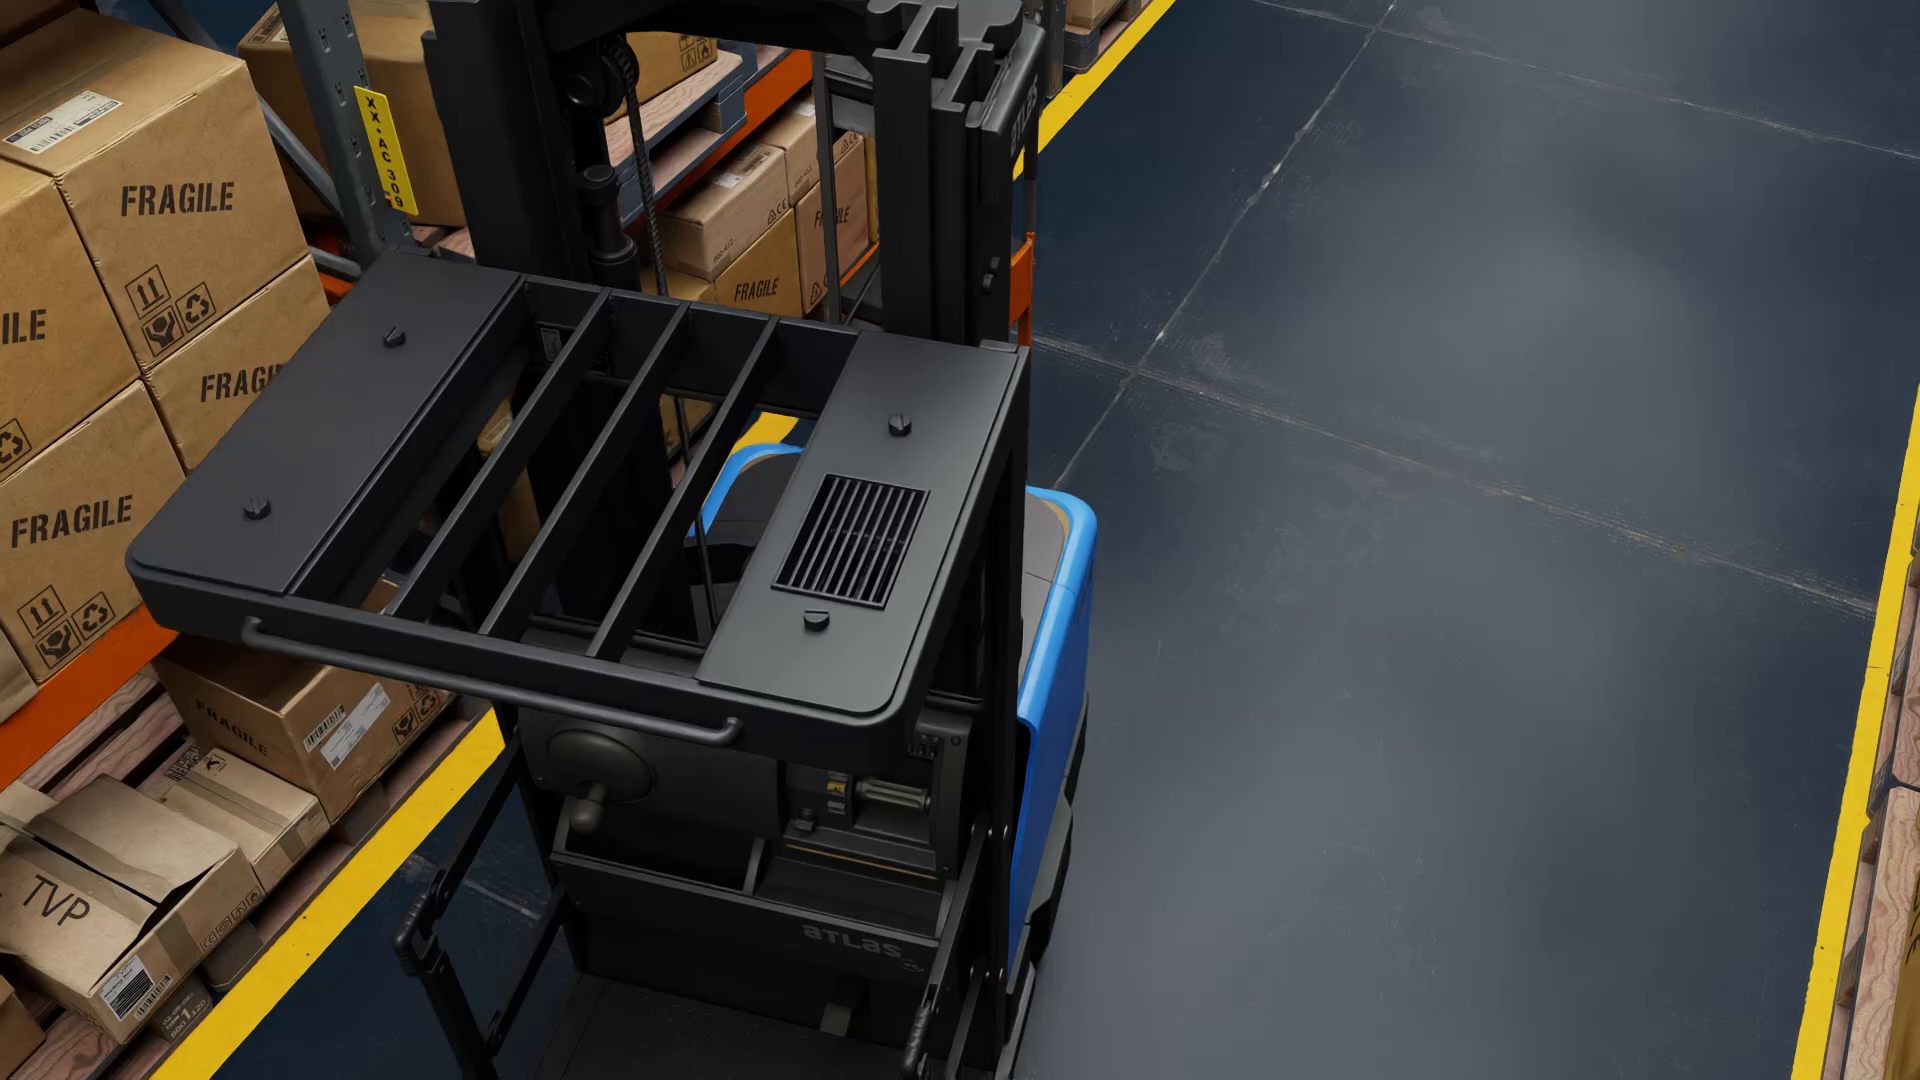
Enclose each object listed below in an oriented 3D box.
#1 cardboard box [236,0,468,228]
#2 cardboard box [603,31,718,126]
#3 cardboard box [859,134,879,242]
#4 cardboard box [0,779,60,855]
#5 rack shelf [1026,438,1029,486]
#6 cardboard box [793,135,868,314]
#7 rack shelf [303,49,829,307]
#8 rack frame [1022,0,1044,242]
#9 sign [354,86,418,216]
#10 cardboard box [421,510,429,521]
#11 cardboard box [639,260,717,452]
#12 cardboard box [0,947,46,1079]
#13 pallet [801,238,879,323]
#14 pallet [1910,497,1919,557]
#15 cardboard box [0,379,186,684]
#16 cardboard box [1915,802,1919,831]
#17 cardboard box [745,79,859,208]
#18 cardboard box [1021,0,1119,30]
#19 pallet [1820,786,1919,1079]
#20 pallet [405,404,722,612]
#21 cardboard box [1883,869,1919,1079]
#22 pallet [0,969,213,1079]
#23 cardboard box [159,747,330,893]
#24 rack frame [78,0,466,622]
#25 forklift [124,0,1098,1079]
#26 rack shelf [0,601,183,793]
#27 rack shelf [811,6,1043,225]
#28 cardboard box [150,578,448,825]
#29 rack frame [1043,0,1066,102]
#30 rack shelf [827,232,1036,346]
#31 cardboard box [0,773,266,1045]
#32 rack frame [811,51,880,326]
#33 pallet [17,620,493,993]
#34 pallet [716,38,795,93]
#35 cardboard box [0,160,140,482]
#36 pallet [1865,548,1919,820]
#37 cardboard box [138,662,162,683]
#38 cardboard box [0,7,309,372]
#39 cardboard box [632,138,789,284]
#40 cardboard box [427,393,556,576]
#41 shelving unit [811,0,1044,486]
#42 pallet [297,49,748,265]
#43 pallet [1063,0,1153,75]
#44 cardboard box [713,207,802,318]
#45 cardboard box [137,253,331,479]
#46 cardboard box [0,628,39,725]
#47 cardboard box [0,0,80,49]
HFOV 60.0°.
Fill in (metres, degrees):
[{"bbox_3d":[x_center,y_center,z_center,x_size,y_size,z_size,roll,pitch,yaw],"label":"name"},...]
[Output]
[{"bbox_3d":[-1.427,-1.196,4.458,0.700,0.500,0.500,6,46,6],"label":"cardboard box"},{"bbox_3d":[-1.164,-1.650,4.907,0.700,0.500,0.500,28,52,25],"label":"cardboard box"},{"bbox_3d":[-0.455,-1.592,6.663,0.500,0.500,0.500,19,48,18],"label":"cardboard box"},{"bbox_3d":[-2.624,0.794,4.539,0.380,0.166,0.250,20,49,19],"label":"cardboard box"},{"bbox_3d":[-0.077,-0.132,5.408,0.431,0.518,0.480,20,49,19],"label":"rack shelf"},{"bbox_3d":[-0.693,-1.260,6.334,0.500,0.500,0.500,19,48,18],"label":"cardboard box"},{"bbox_3d":[-0.916,-1.796,5.922,1.077,0.370,4.000,20,49,19],"label":"rack shelf"},{"bbox_3d":[0.036,-0.788,5.052,0.400,2.100,0.015,20,49,19],"label":"rack frame"},{"bbox_3d":[-1.361,-0.919,3.941,0.100,0.325,0.005,20,49,19],"label":"sign"},{"bbox_3d":[-1.870,-0.470,5.554,0.500,0.500,0.500,20,49,19],"label":"cardboard box"},{"bbox_3d":[-1.167,-0.629,5.711,0.500,0.500,0.500,21,49,20],"label":"cardboard box"},{"bbox_3d":[-2.712,1.119,3.981,0.797,0.503,0.637,20,49,19],"label":"cardboard box"},{"bbox_3d":[-0.936,-1.105,6.694,1.003,0.211,1.213,20,49,19],"label":"pallet"},{"bbox_3d":[3.969,-0.224,5.823,1.003,0.211,1.213,20,49,19],"label":"pallet"},{"bbox_3d":[-2.088,-0.099,3.669,0.500,0.500,0.500,22,49,20],"label":"cardboard box"},{"bbox_3d":[3.141,0.439,4.423,0.750,0.750,0.750,22,49,20],"label":"cardboard box"},{"bbox_3d":[-0.708,-1.499,6.043,0.500,0.250,0.500,20,49,18],"label":"cardboard box"},{"bbox_3d":[0.515,-2.723,7.970,0.500,0.250,0.500,20,49,19],"label":"cardboard box"},{"bbox_3d":[2.836,1.313,4.303,1.003,0.211,1.213,20,49,19],"label":"pallet"},{"bbox_3d":[-1.501,-0.334,5.931,1.003,0.211,1.213,20,49,19],"label":"pallet"},{"bbox_3d":[2.731,1.000,3.869,0.750,0.750,0.750,21,49,19],"label":"cardboard box"},{"bbox_3d":[-2.730,1.395,4.223,1.003,0.211,1.213,20,49,19],"label":"pallet"},{"bbox_3d":[-1.979,0.767,4.578,0.380,0.149,0.250,20,49,19],"label":"cardboard box"},{"bbox_3d":[-1.845,-0.789,4.421,1.000,3.000,0.127,20,49,19],"label":"rack frame"},{"bbox_3d":[-0.492,0.539,3.156,1.130,2.935,3.031,10,46,10],"label":"forklift"},{"bbox_3d":[-2.773,0.724,3.431,1.077,0.370,4.000,20,49,19],"label":"rack shelf"},{"bbox_3d":[-0.077,-1.116,4.412,0.431,0.518,0.480,20,49,19],"label":"rack shelf"},{"bbox_3d":[-1.858,0.388,4.706,0.500,0.500,0.500,20,49,19],"label":"cardboard box"},{"bbox_3d":[0.012,-3.309,6.911,1.000,3.000,0.127,20,49,19],"label":"rack frame"},{"bbox_3d":[-0.077,-0.624,4.910,0.431,0.518,0.480,20,49,19],"label":"rack shelf"},{"bbox_3d":[-2.206,0.927,4.306,0.500,0.311,0.500,20,49,19],"label":"cardboard box"},{"bbox_3d":[-0.190,-0.480,4.748,0.400,2.100,0.015,20,49,19],"label":"rack frame"},{"bbox_3d":[-2.164,0.624,4.985,1.003,0.211,1.213,20,49,19],"label":"pallet"},{"bbox_3d":[-0.887,-2.015,5.767,1.003,0.211,1.213,20,49,19],"label":"pallet"},{"bbox_3d":[-2.086,-0.448,3.310,0.500,0.500,0.500,20,49,18],"label":"cardboard box"},{"bbox_3d":[3.401,0.542,5.066,1.003,0.211,1.213,20,49,19],"label":"pallet"},{"bbox_3d":[-2.231,0.195,5.030,0.500,0.311,0.500,20,49,19],"label":"cardboard box"},{"bbox_3d":[-1.850,-0.772,3.630,0.500,0.500,0.500,21,49,19],"label":"cardboard box"},{"bbox_3d":[-0.940,-1.183,5.731,0.500,0.250,0.500,21,49,19],"label":"cardboard box"},{"bbox_3d":[-1.404,-0.289,5.375,0.500,0.500,0.500,18,48,17],"label":"cardboard box"},{"bbox_3d":[-0.077,-0.634,4.900,0.431,2.100,0.503,20,49,19],"label":"shelving unit"},{"bbox_3d":[-1.377,-1.189,4.951,1.003,0.211,1.213,20,49,19],"label":"pallet"},{"bbox_3d":[0.429,-2.834,8.403,1.003,0.211,1.213,20,49,19],"label":"pallet"},{"bbox_3d":[-0.928,-0.941,6.019,0.500,0.500,0.500,21,49,20],"label":"cardboard box"},{"bbox_3d":[-1.850,-0.424,3.990,0.500,0.500,0.500,21,49,20],"label":"cardboard box"},{"bbox_3d":[-2.324,0.225,3.348,0.500,0.500,0.500,22,49,20],"label":"cardboard box"},{"bbox_3d":[-2.313,-0.972,3.828,0.500,0.500,0.500,22,49,20],"label":"cardboard box"}]
